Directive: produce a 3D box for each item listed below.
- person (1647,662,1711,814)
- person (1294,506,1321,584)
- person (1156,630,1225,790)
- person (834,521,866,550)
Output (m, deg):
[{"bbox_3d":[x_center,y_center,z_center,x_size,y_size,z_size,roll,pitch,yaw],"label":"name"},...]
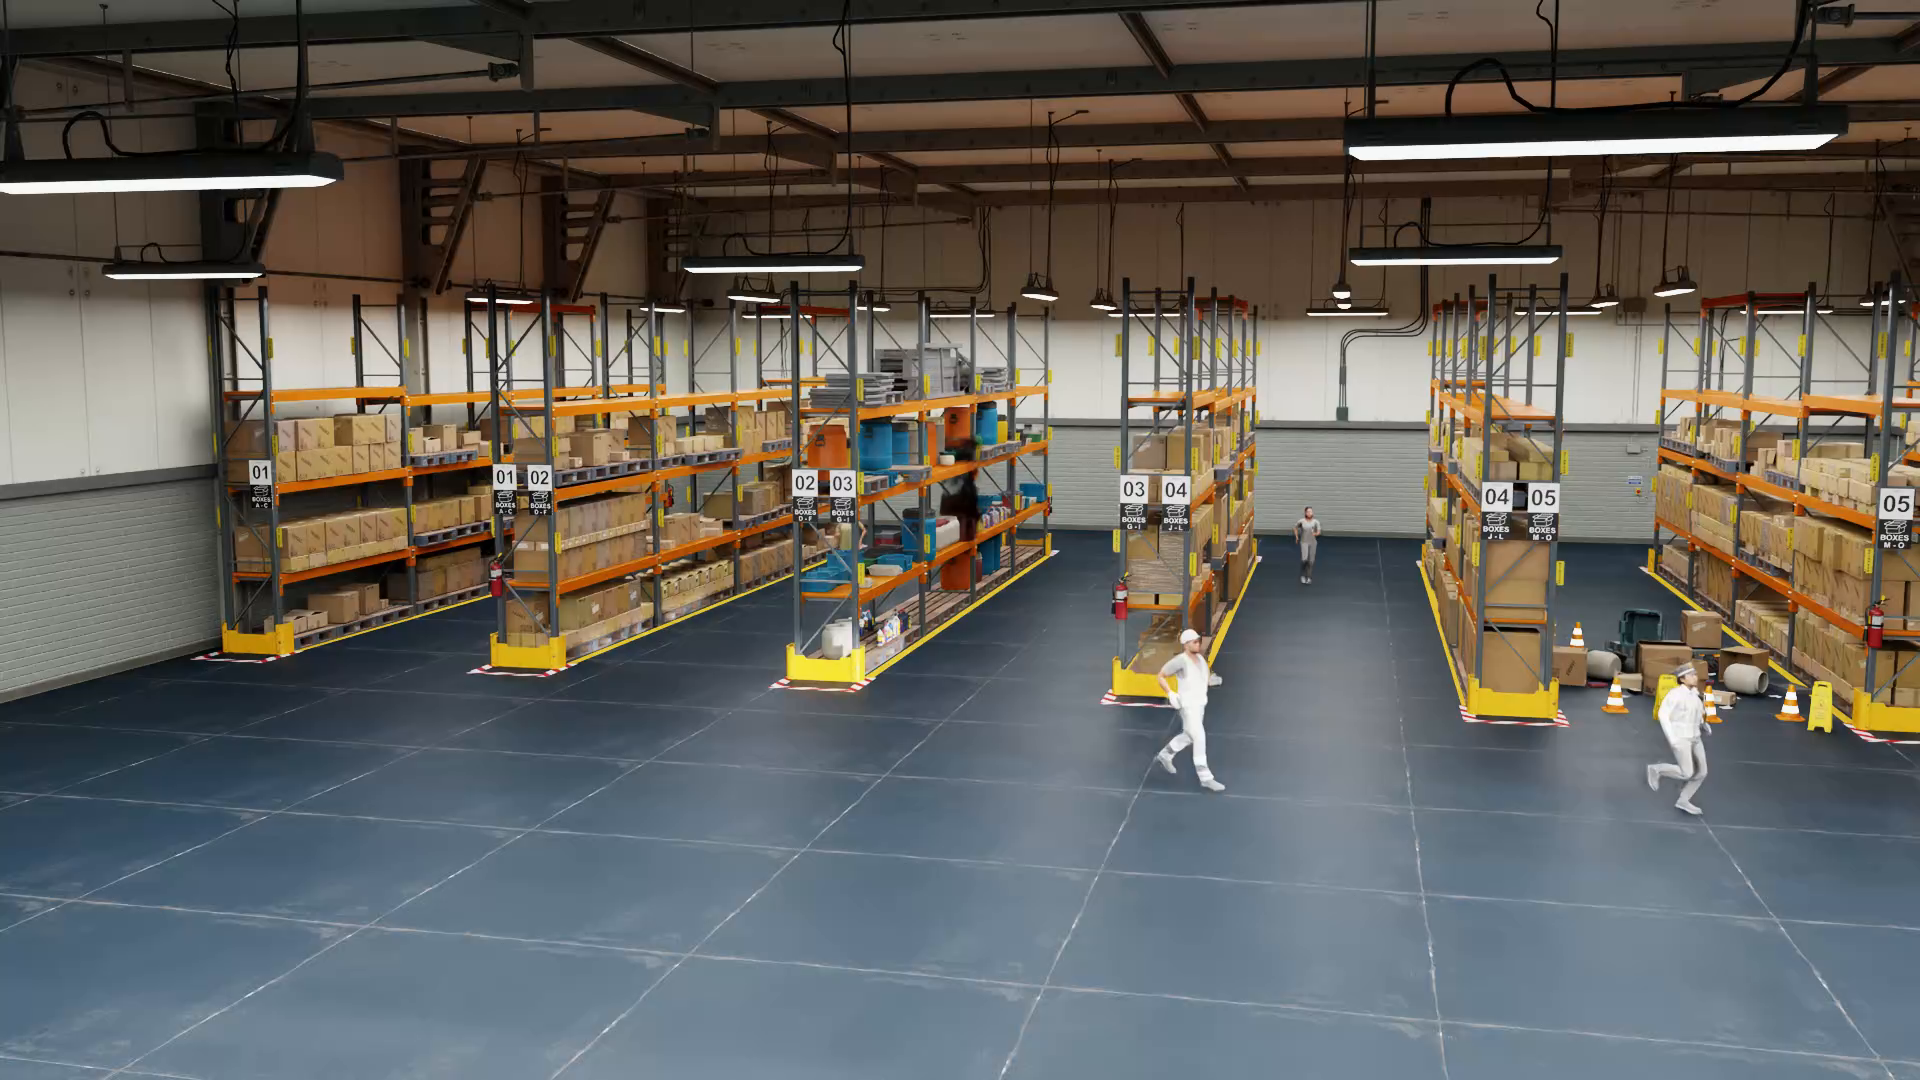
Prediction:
[{"bbox_3d":[7.841,2.122,18.081,0.622,1.637,0.588,-4,8,-30],"label":"person"},{"bbox_3d":[7.397,0.109,35.392,0.542,1.650,0.667,0,7,4],"label":"person"},{"bbox_3d":[2.641,1.904,19.026,1.002,1.773,0.662,6,9,40],"label":"person"},{"bbox_3d":[-2.130,0.248,31.855,0.559,1.747,0.673,2,7,15],"label":"person"}]
